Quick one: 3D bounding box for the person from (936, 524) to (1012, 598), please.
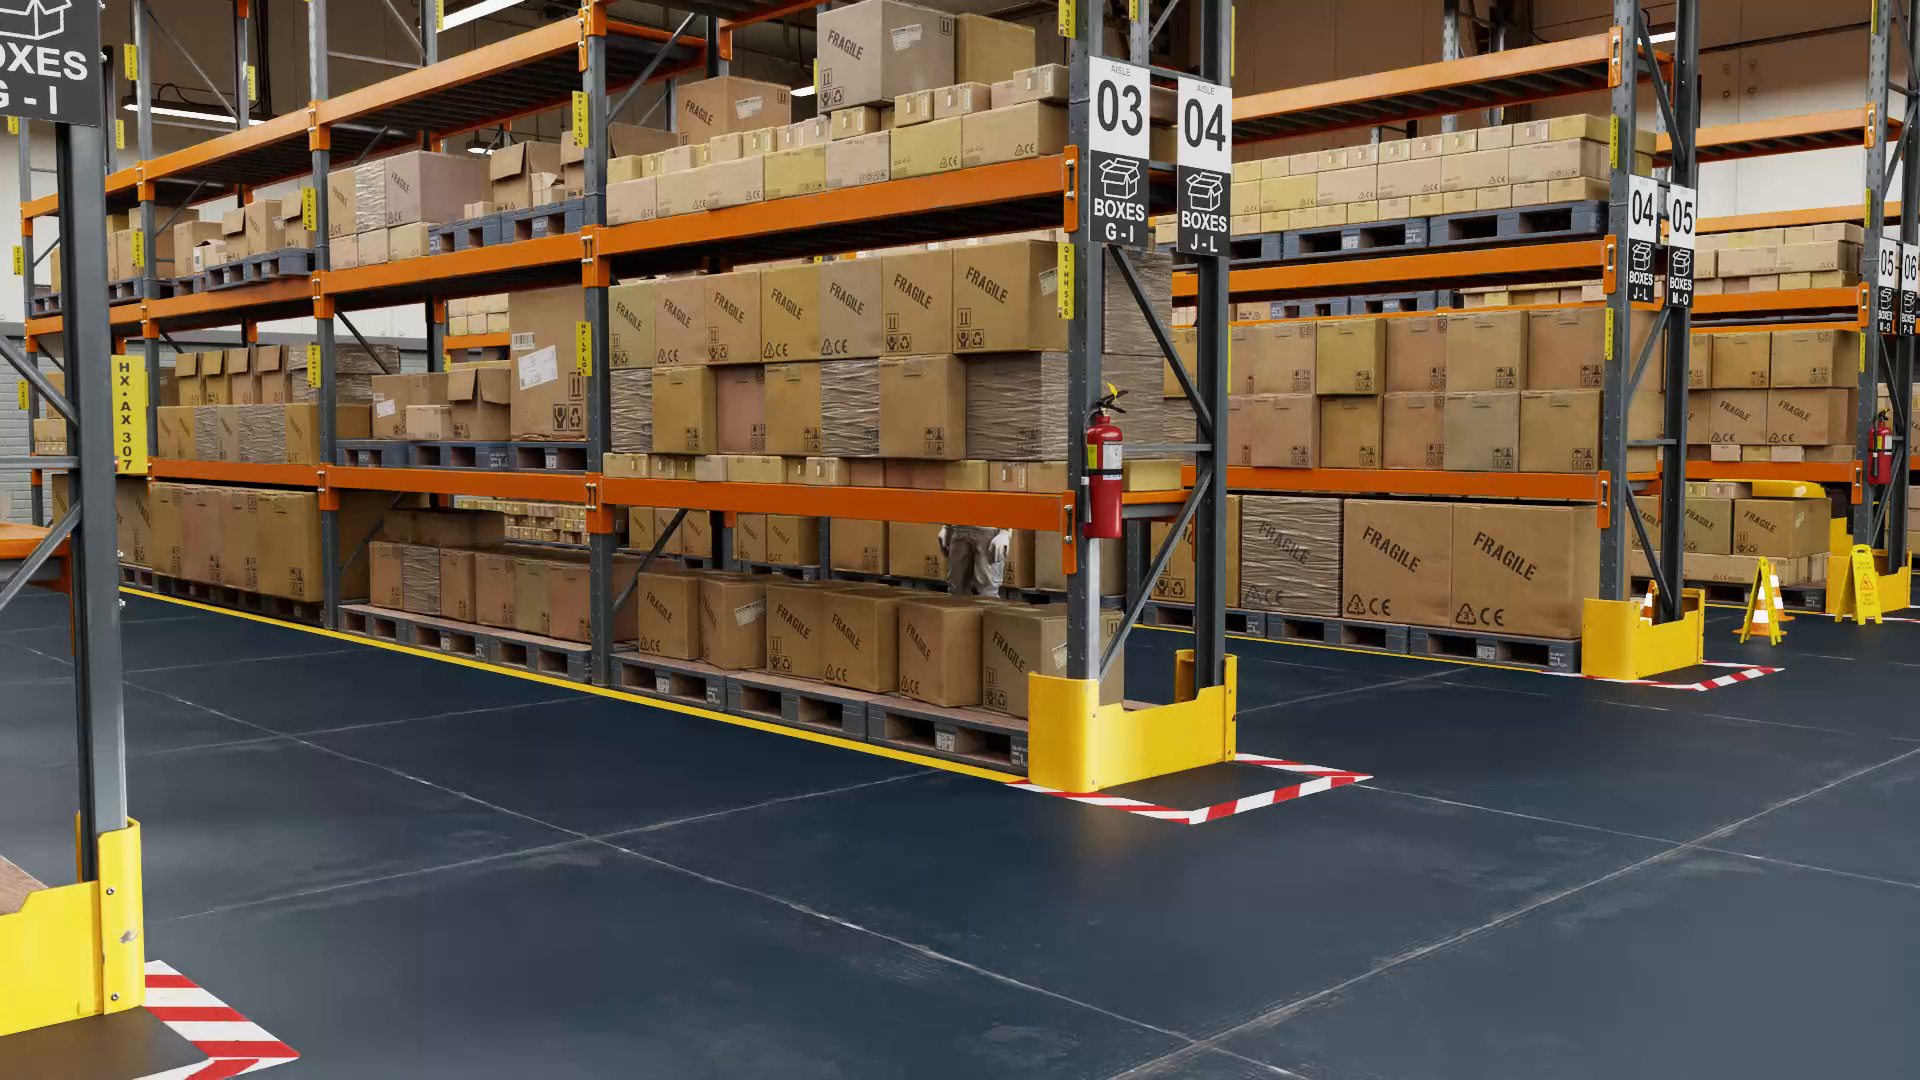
[{"bbox_3d":[0.103,-0.029,11.067,0.619,1.774,0.447,4,5,43],"label":"person"}]
